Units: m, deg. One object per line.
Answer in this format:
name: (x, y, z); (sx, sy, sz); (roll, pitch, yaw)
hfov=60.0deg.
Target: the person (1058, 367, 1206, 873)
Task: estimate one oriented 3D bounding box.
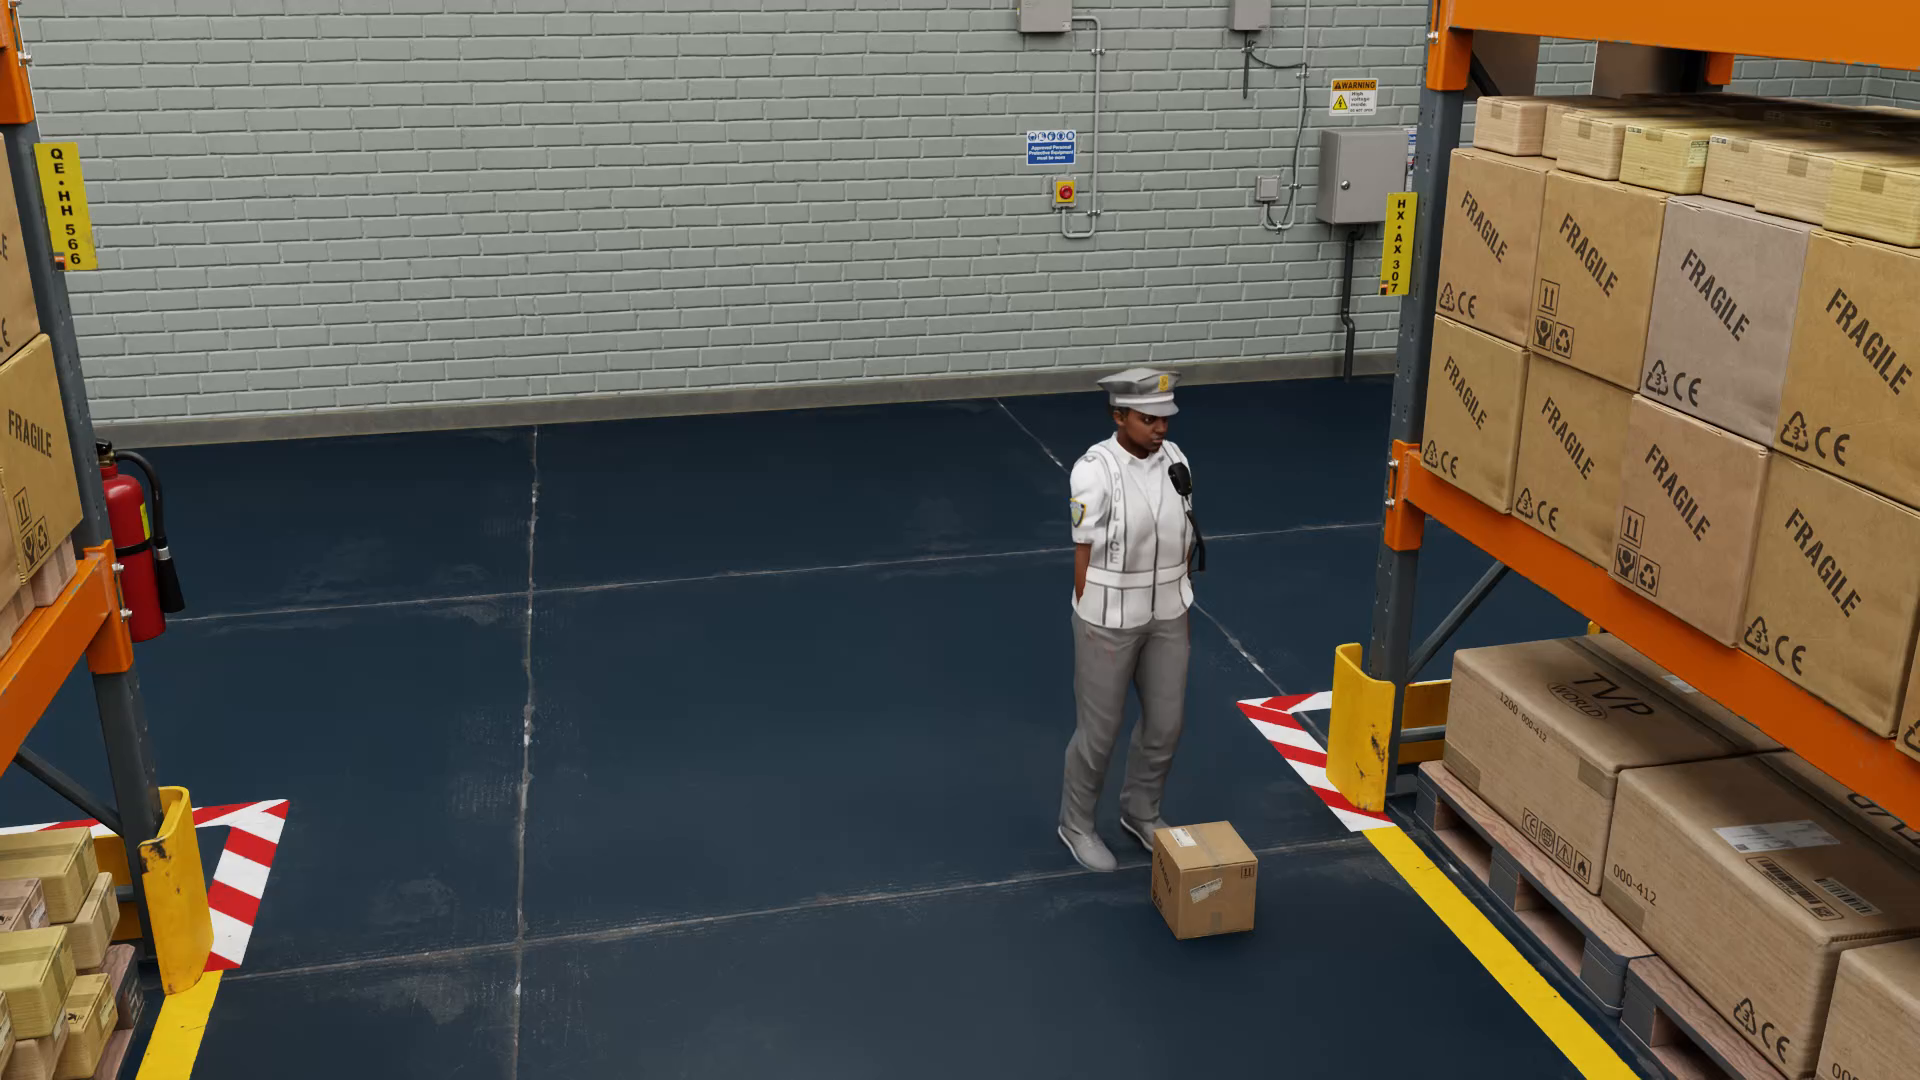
person: (0.565, 0.263, 5.359); (0.437, 1.685, 0.342); (-10, 22, -25)
